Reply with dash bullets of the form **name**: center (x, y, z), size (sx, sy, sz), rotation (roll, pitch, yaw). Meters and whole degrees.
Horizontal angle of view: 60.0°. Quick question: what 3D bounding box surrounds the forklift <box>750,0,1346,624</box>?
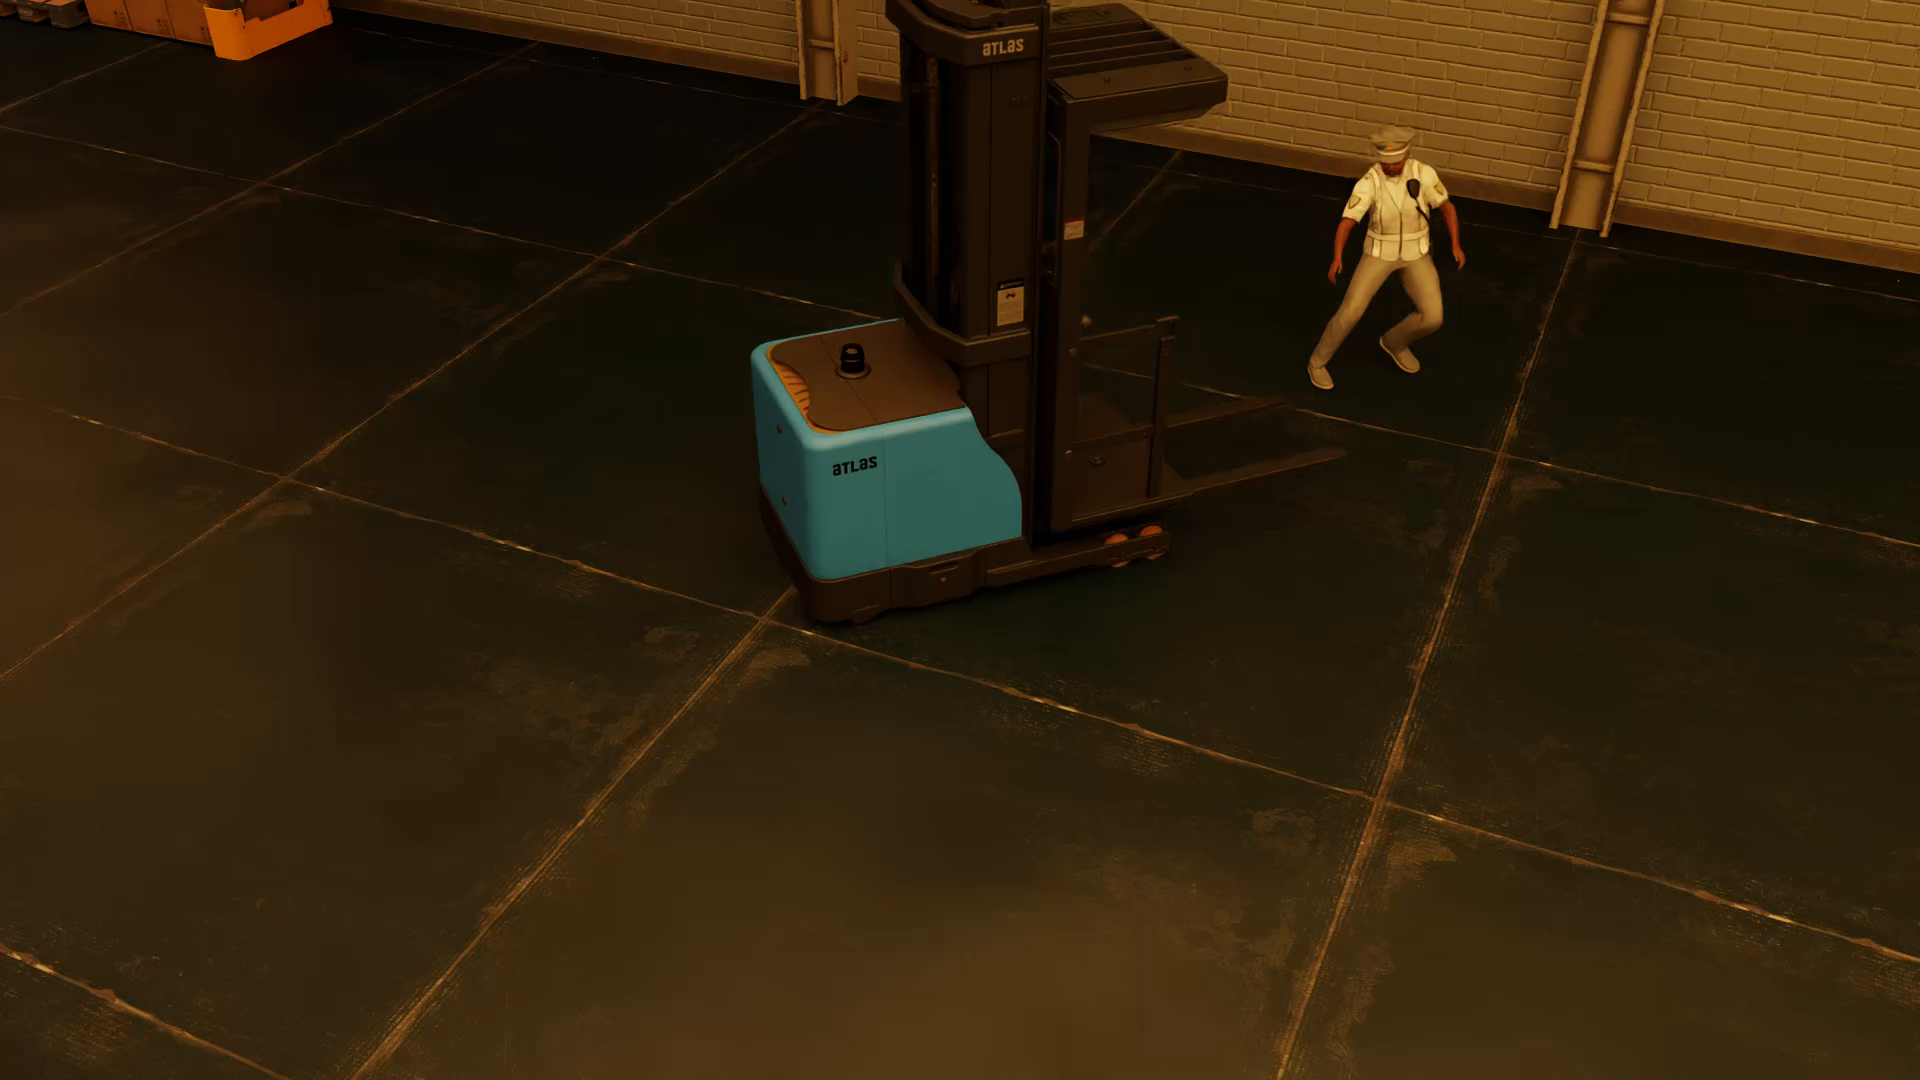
- **forklift**: center (0.533, -1.329, 7.950), size (3.031, 2.935, 1.130), rotation (-13, 37, -17)

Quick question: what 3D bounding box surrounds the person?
- **person**: center (2.479, -1.596, 9.548), size (0.779, 1.499, 0.631), rotation (3, 36, 4)
